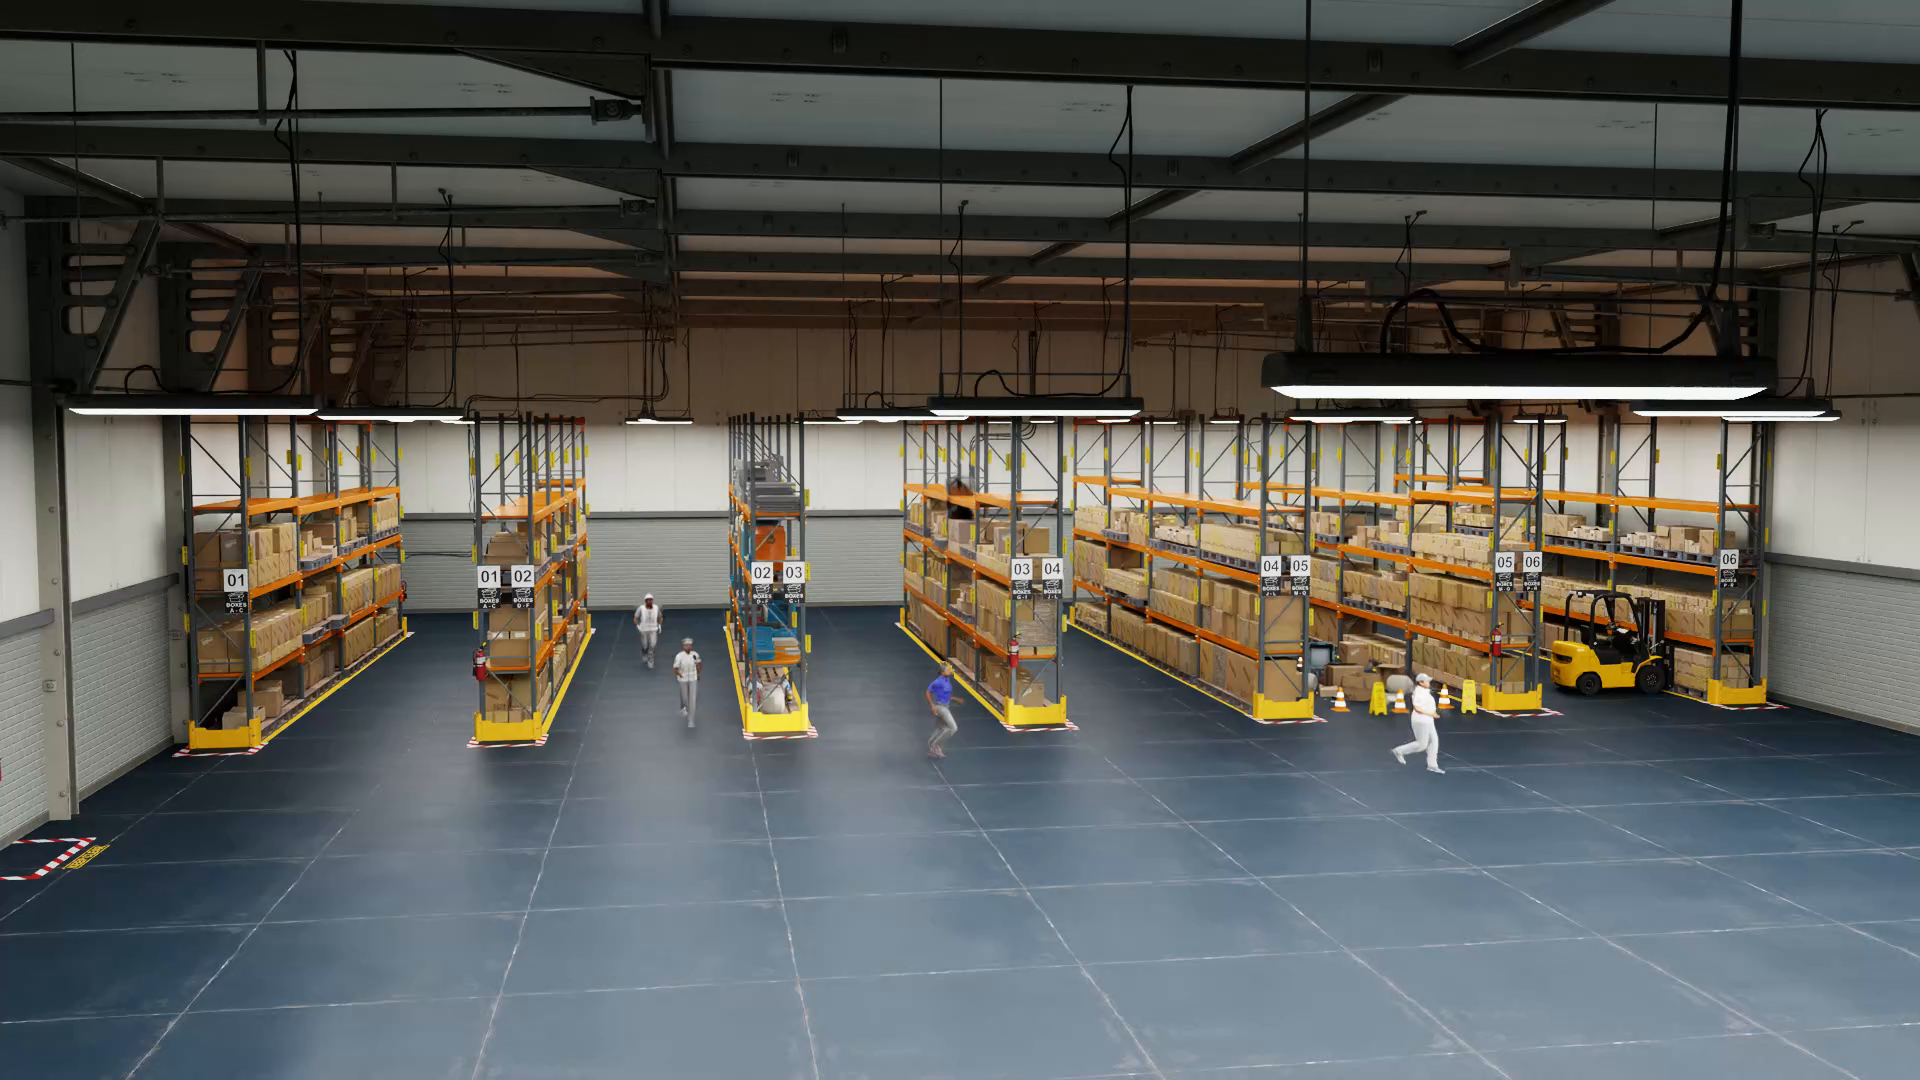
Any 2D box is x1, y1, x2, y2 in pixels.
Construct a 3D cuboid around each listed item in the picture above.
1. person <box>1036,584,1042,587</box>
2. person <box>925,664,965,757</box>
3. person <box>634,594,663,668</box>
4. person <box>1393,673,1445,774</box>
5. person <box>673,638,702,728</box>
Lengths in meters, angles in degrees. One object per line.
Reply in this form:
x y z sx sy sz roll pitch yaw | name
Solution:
2.160 1.597 48.980 0.776 1.586 0.666 2 4 23 | person
-0.275 2.945 28.723 0.723 1.613 0.543 1 4 17 | person
-7.421 2.160 39.654 0.687 1.749 0.677 -1 4 -17 | person
7.633 3.037 27.600 0.841 1.667 0.607 2 4 25 | person
-5.231 2.718 31.987 0.579 1.700 0.859 -1 4 -16 | person
